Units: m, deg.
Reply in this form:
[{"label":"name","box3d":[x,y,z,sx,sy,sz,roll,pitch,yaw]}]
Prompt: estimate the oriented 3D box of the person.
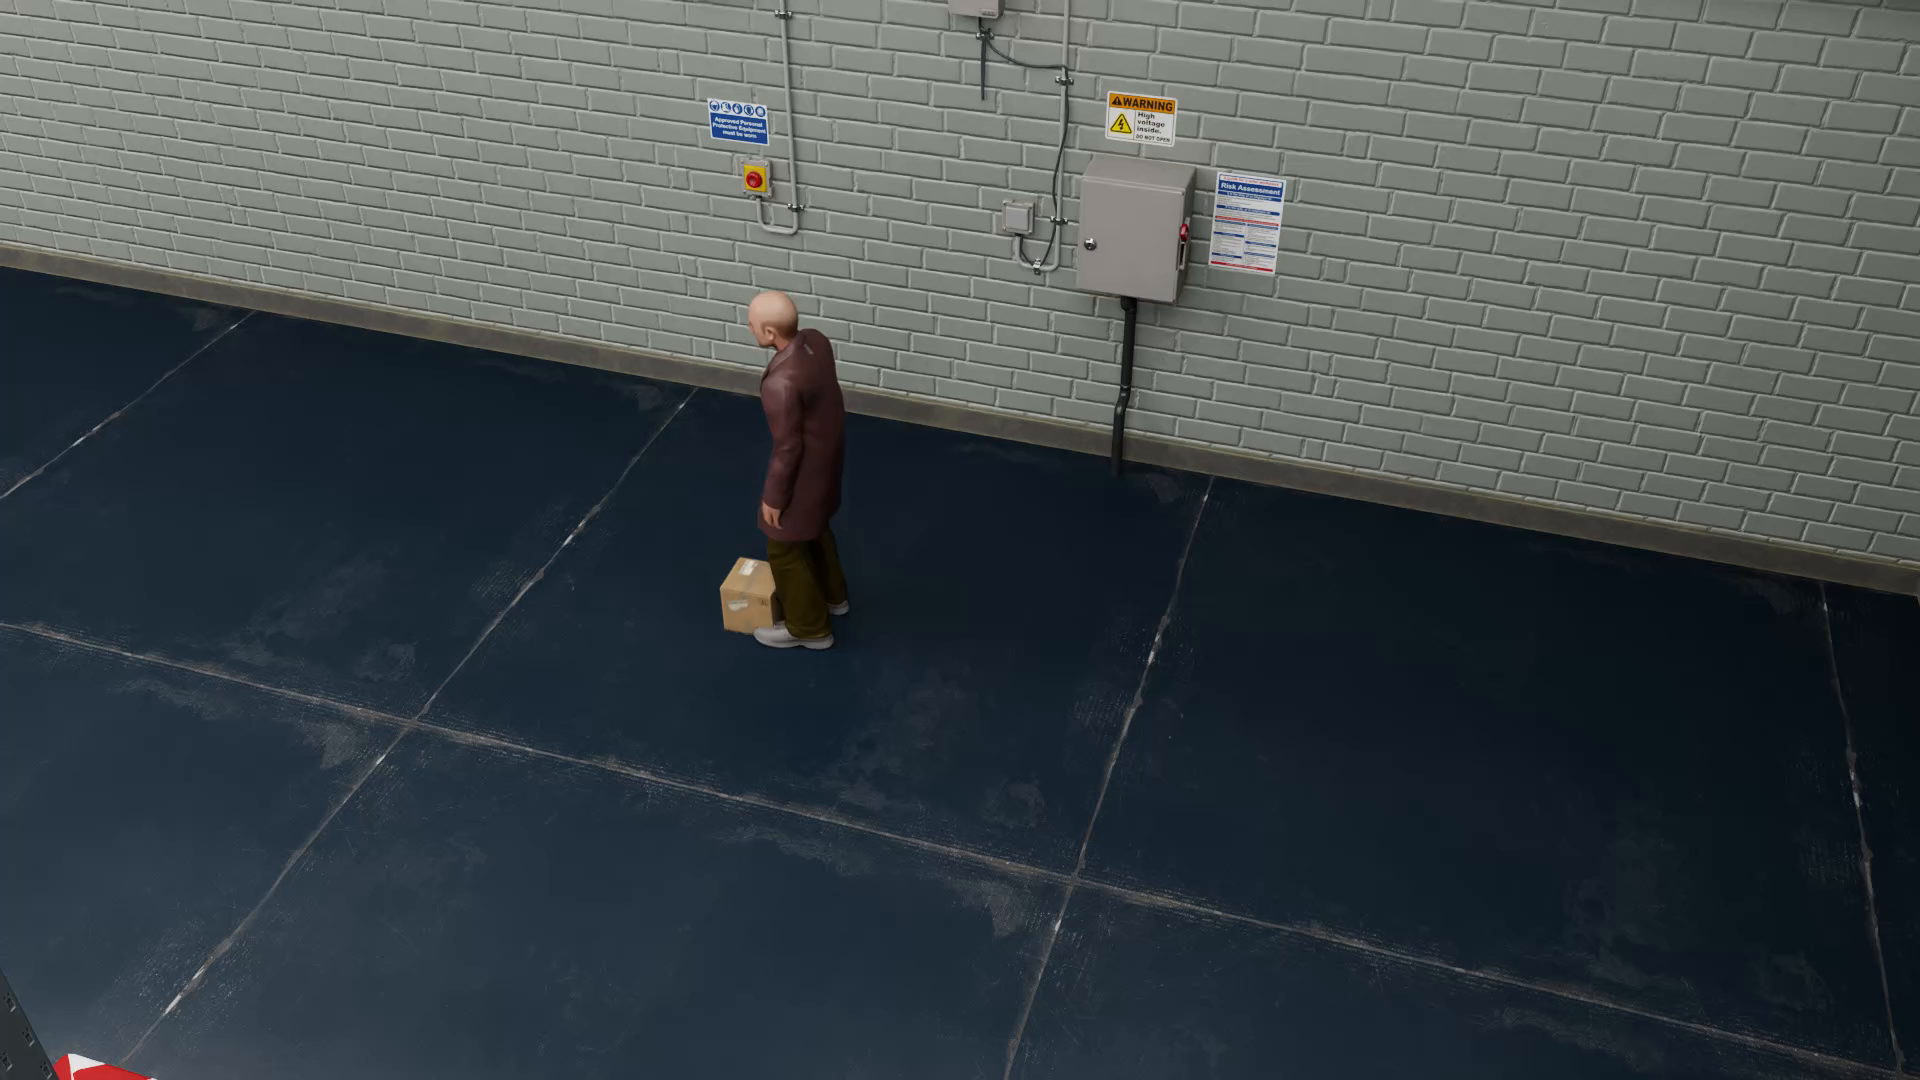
[{"label":"person","box3d":[-0.715,-0.301,7.312,0.427,1.773,0.631,9,38,12]}]
